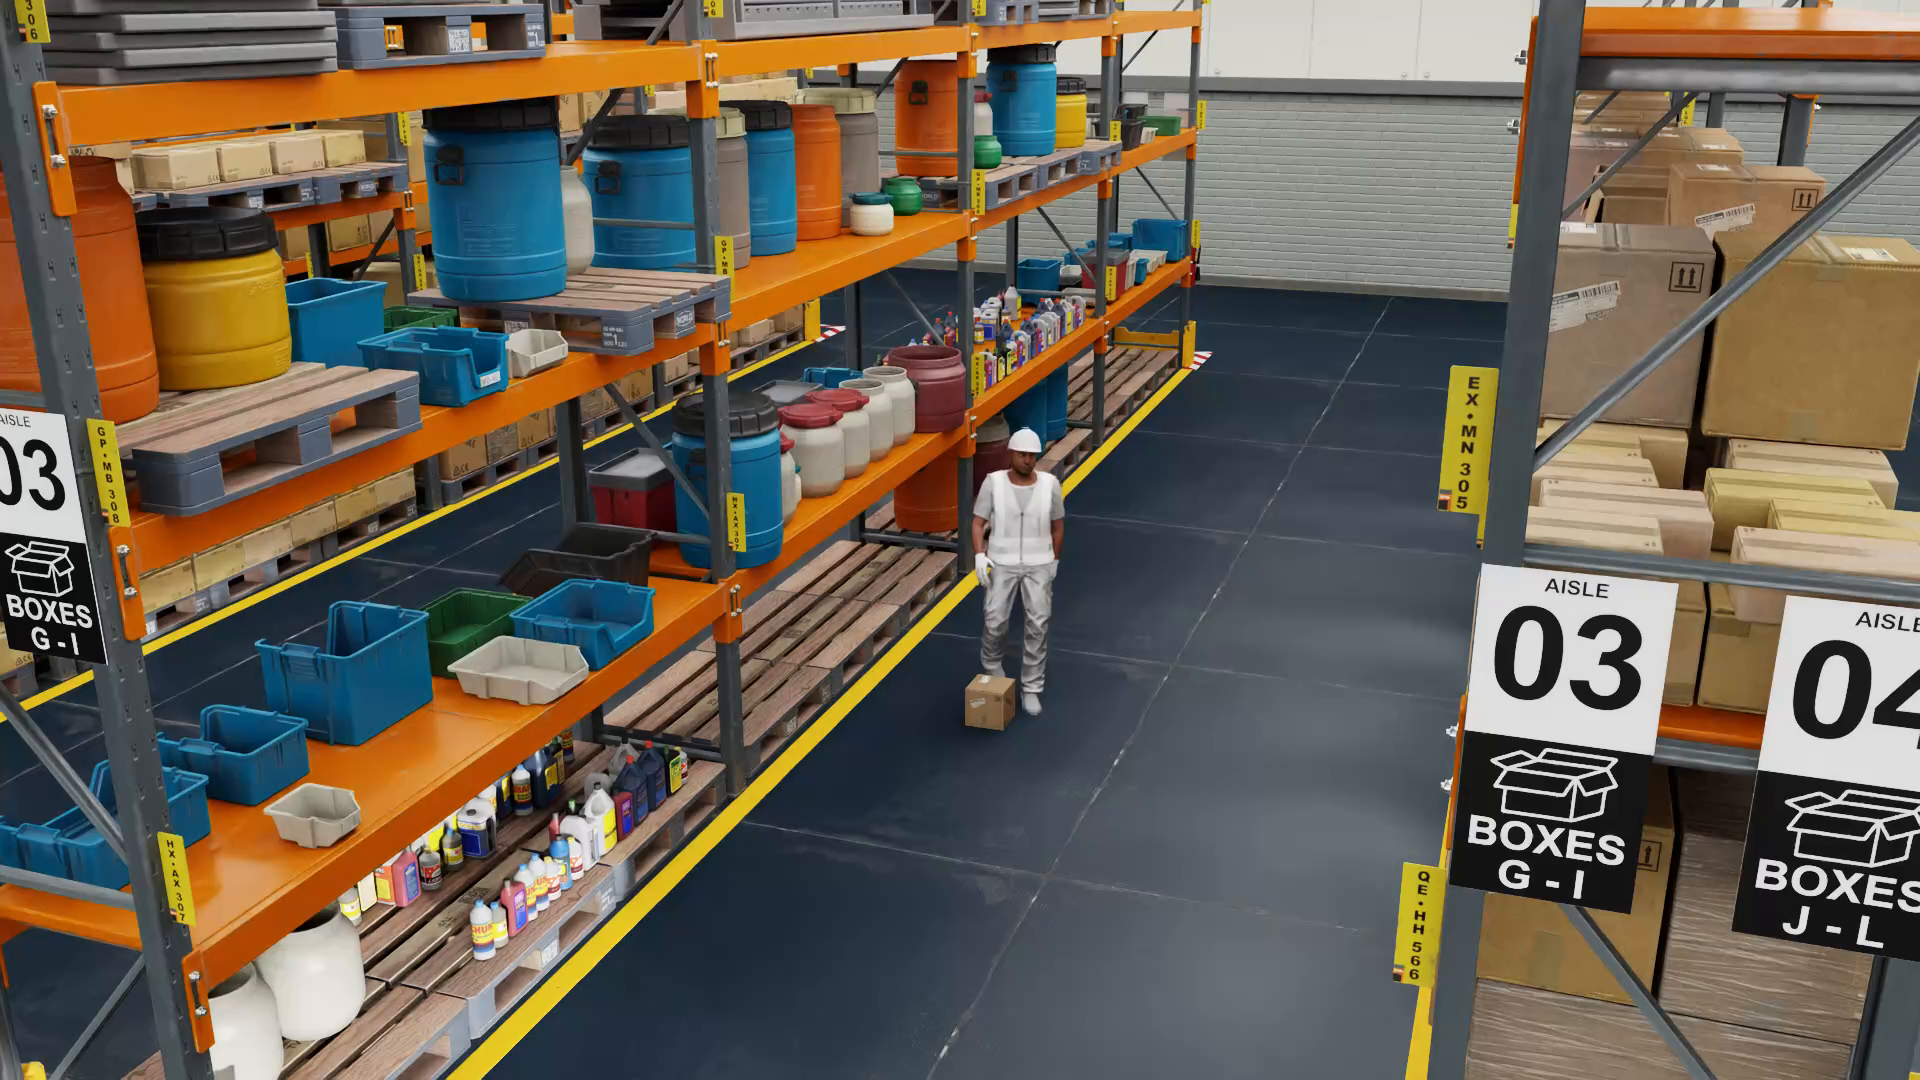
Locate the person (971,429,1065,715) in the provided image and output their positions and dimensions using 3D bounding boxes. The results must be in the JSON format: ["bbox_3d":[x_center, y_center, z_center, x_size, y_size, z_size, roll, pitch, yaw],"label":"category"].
[{"bbox_3d":[0.377,0.194,10.549,0.608,1.755,0.657,-1,18,-2],"label":"person"}]
